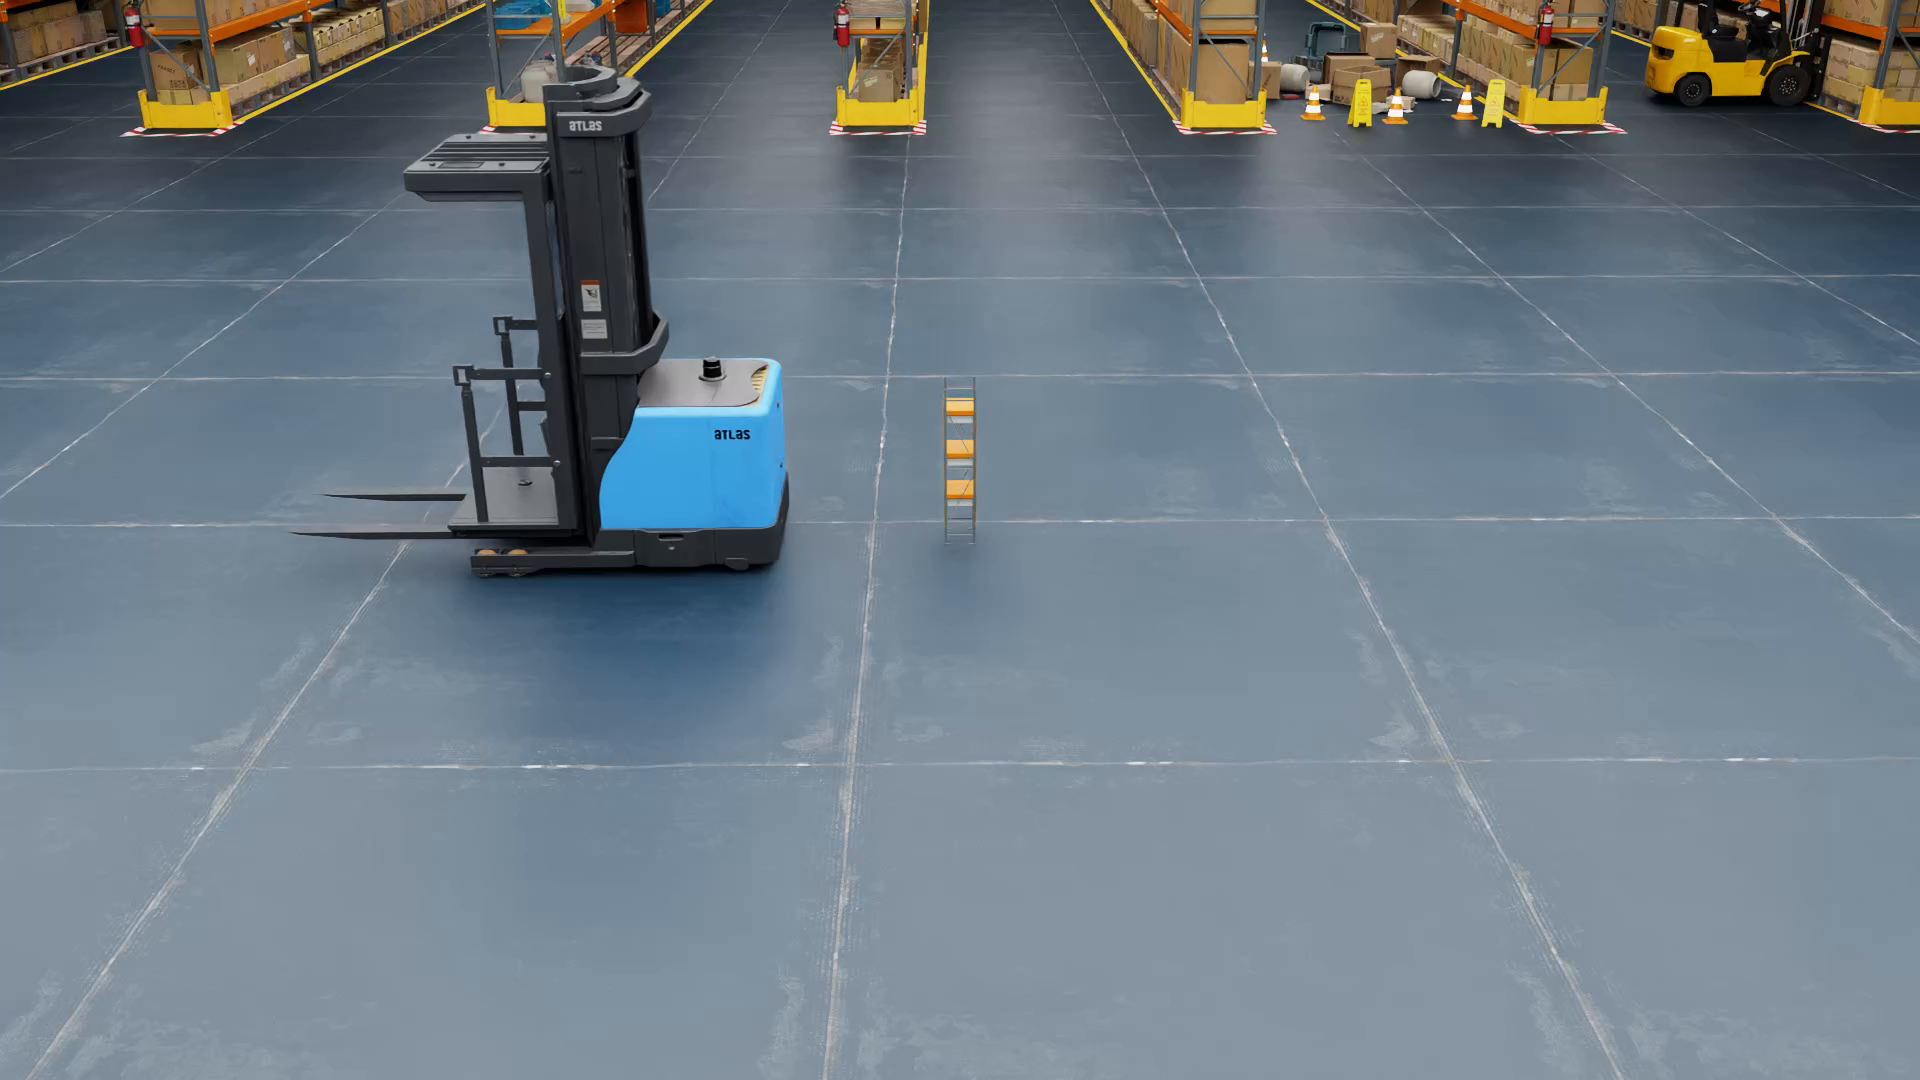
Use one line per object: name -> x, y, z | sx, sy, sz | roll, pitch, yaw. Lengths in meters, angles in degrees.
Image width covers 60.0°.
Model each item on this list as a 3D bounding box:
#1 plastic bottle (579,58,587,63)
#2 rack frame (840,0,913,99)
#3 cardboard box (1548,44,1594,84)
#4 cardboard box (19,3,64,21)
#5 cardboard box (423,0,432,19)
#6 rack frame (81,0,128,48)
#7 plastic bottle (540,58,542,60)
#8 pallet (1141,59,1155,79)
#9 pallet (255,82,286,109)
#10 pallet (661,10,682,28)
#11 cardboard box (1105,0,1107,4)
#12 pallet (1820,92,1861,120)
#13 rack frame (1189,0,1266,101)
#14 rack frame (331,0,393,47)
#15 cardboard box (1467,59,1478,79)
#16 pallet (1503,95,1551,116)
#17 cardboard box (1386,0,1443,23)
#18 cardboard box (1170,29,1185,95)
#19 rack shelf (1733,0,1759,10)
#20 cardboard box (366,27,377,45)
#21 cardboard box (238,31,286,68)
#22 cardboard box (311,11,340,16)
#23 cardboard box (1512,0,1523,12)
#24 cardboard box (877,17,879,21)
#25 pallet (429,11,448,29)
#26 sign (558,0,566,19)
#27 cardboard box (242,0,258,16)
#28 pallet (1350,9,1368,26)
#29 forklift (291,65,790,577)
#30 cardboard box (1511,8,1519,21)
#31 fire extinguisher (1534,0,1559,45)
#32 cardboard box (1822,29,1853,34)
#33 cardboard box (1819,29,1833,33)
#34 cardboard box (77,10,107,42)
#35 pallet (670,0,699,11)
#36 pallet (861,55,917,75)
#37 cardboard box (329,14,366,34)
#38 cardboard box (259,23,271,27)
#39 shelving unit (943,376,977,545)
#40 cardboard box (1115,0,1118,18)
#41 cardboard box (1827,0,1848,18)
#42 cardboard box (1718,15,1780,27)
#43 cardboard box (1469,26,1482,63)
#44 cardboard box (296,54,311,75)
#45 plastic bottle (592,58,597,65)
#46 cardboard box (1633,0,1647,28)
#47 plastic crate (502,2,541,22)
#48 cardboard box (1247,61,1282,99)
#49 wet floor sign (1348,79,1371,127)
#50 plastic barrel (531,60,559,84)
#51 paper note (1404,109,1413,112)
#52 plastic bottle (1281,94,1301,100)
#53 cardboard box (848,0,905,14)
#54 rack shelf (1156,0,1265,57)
plastic bottle -> -6.028, -7.607, 26.700 | 0.152, 0.276, 0.135 | 0, 24, -1
rack frame -> -1.181, -7.376, 23.418 | 1.000, 3.000, 0.127 | 0, 24, -1
cardboard box -> 8.995, -7.044, 24.601 | 0.500, 0.500, 0.500 | -1, 24, -2
cardboard box -> -16.113, -9.265, 29.185 | 0.500, 0.250, 0.500 | 0, 24, -1
cardboard box -> -10.924, -10.726, 33.326 | 0.500, 0.500, 0.500 | 0, 24, 0
rack frame -> -16.127, -10.605, 30.559 | 1.000, 3.000, 0.127 | 0, 24, -1
plastic bottle -> -6.577, -7.408, 26.169 | 0.144, 0.351, 0.185 | 0, 24, -1
pallet -> 3.652, -8.052, 28.296 | 1.003, 0.211, 1.213 | 0, 24, -1
pallet -> -11.147, -6.878, 25.702 | 1.003, 0.211, 1.213 | 0, 24, -1
pallet -> -6.298, -10.709, 34.173 | 1.003, 0.211, 1.213 | 0, 24, -1
cardboard box -> 3.317, -11.569, 35.641 | 0.380, 0.149, 0.250 | -1, 24, -2
pallet -> 13.642, -6.488, 24.840 | 1.003, 0.211, 1.213 | 0, 24, -1
rack frame -> 3.780, -7.356, 23.375 | 1.000, 3.000, 0.127 | 0, 24, -1
rack frame -> -11.174, -10.629, 30.611 | 1.000, 3.000, 0.127 | 0, 24, -1
cardboard box -> 8.438, -7.543, 26.614 | 0.500, 0.250, 0.500 | 1, 24, 2
pallet -> 8.754, -6.516, 24.901 | 1.003, 0.211, 1.213 | 0, 24, -1
cardboard box -> 8.717, -10.225, 31.786 | 0.875, 0.875, 0.875 | 0, 24, -1
cardboard box -> 3.695, -7.221, 25.145 | 0.875, 0.875, 0.875 | -1, 24, -1
rack shelf -> 13.626, -9.589, 29.184 | 1.077, 0.370, 4.000 | 0, 24, -1
cardboard box -> -10.915, -9.140, 30.145 | 0.500, 0.250, 0.500 | -1, 24, -1
cardboard box -> -10.904, -7.659, 25.961 | 0.500, 0.500, 0.500 | 0, 24, -1
cardboard box -> -11.448, -9.390, 30.017 | 0.500, 0.311, 0.500 | -1, 24, -2
cardboard box -> 8.446, -8.030, 24.382 | 0.500, 0.500, 0.500 | 0, 24, 0
cardboard box -> -1.395, -7.790, 24.638 | 0.380, 0.149, 0.250 | 0, 24, -1
pallet -> -11.171, -10.672, 34.090 | 1.003, 0.211, 1.213 | 0, 24, -1
sign -> -5.584, -7.480, 23.313 | 0.100, 0.325, 0.005 | 0, 24, -1
cardboard box -> -11.099, -8.208, 25.138 | 0.700, 0.500, 0.500 | 0, 24, 1
pallet -> 8.681, -10.777, 34.322 | 1.003, 0.211, 1.213 | 0, 24, -1
forklift -> -2.647, -1.328, 10.129 | 3.031, 2.935, 1.130 | 0, 24, -1
cardboard box -> 8.382, -7.774, 24.604 | 0.380, 0.149, 0.250 | 0, 24, 0
fire extinguisher -> 8.269, -7.336, 23.423 | 0.296, 0.674, 0.183 | 0, 24, -1
cardboard box -> 13.859, -7.867, 26.118 | 0.500, 0.250, 0.500 | 0, 24, 0
cardboard box -> 13.352, -7.870, 26.124 | 0.500, 0.250, 0.500 | 1, 24, 1
cardboard box -> -16.067, -9.370, 30.328 | 0.700, 0.500, 0.500 | 0, 24, 0
pallet -> -6.328, -11.834, 36.660 | 1.003, 0.211, 1.213 | 0, 24, -1
pallet -> -1.235, -8.074, 28.346 | 1.003, 0.211, 1.213 | 0, 24, -1
cardboard box -> -10.907, -9.186, 29.568 | 0.500, 0.311, 0.500 | 0, 24, -1
cardboard box -> -11.438, -8.069, 26.867 | 0.500, 0.500, 0.500 | 0, 24, -1
shelving unit -> -0.001, -0.500, 10.582 | 0.215, 1.050, 0.252 | 0, 24, -1
cardboard box -> 3.399, -10.830, 33.579 | 0.500, 0.500, 0.500 | 1, 24, 2
cardboard box -> 13.421, -8.116, 24.934 | 0.500, 0.500, 0.500 | -1, 24, -2
cardboard box -> 13.630, -8.736, 28.798 | 0.875, 0.625, 0.625 | 0, 24, -1
cardboard box -> 8.439, -7.884, 26.458 | 0.500, 0.500, 0.500 | 1, 24, 2
cardboard box -> -10.907, -7.729, 27.027 | 0.500, 0.250, 0.500 | 0, 24, -1
plastic bottle -> -5.837, -7.554, 26.575 | 0.061, 0.283, 0.133 | 1, 24, 3
cardboard box -> 13.390, -10.172, 32.125 | 0.500, 0.500, 0.500 | -1, 24, -1
plastic crate -> -6.440, -7.758, 24.444 | 0.499, 0.251, 0.408 | 0, 24, -1
cardboard box -> 4.779, -7.232, 26.130 | 0.500, 0.500, 0.500 | 4, 25, 9
wet floor sign -> 5.760, -6.280, 23.853 | 0.267, 0.644, 0.232 | -4, 25, -10
plastic barrel -> -6.223, -6.888, 24.850 | 0.421, 0.512, 0.421 | 0, 24, 0
paper note -> 6.728, -6.448, 24.969 | 0.148, 0.019, 0.142 | -9, 26, -19
plastic bottle -> 5.179, -6.930, 25.999 | 0.283, 0.061, 0.133 | -9, 26, -19
cardboard box -> -1.160, -7.783, 23.837 | 0.875, 0.500, 0.500 | 0, 24, -1
rack shelf -> 3.758, -7.853, 25.345 | 1.077, 0.370, 4.000 | 0, 24, -1
